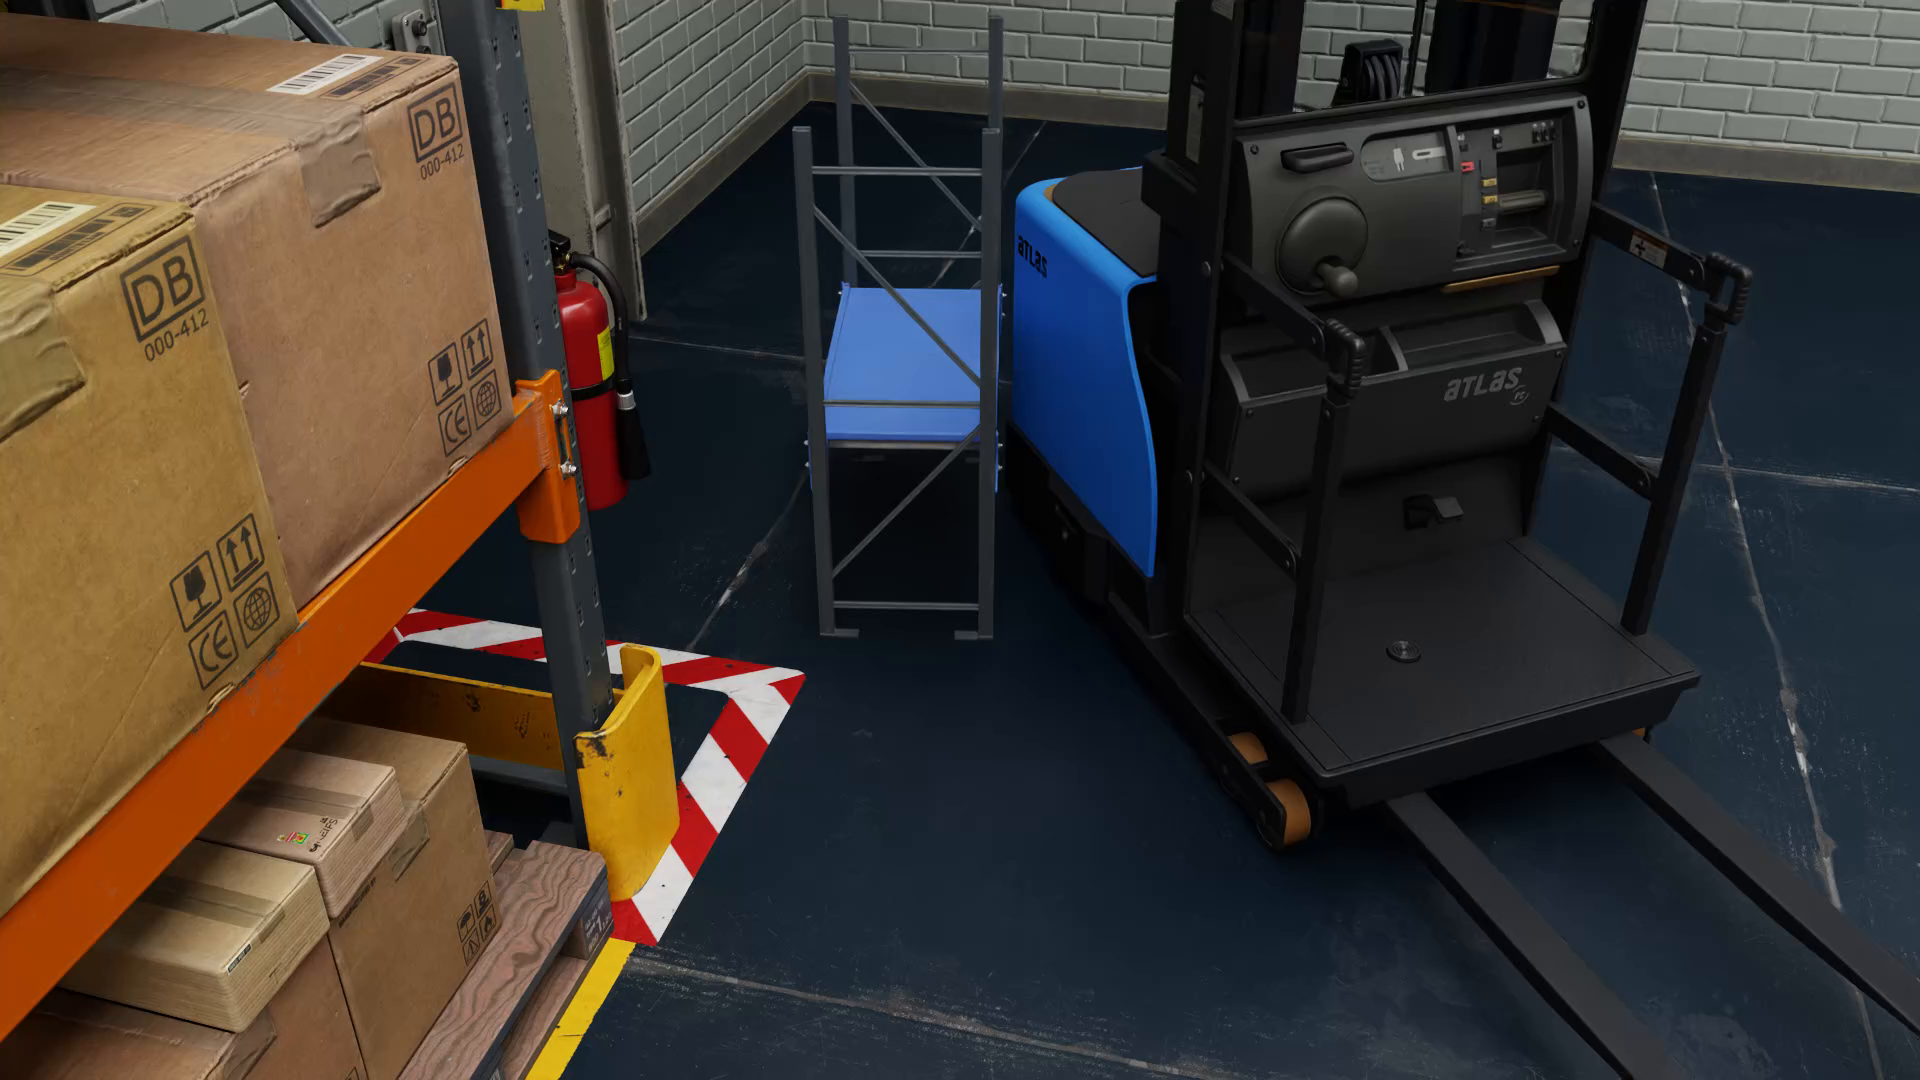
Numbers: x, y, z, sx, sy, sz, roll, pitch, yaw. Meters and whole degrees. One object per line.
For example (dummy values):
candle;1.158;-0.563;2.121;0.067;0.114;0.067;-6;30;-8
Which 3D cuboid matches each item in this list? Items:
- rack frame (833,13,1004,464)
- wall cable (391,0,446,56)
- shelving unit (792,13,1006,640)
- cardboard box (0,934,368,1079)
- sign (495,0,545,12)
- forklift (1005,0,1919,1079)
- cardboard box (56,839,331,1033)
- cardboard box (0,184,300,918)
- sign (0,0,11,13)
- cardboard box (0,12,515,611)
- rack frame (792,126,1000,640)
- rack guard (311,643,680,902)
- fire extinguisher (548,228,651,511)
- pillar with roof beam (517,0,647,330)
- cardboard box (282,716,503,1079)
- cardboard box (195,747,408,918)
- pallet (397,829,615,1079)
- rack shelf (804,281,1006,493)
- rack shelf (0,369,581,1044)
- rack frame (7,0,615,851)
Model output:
rack frame;-0.122;-0.903;5.272;0.500;1.500;0.032;1;32;2
wall cable;-1.888;-1.784;4.314;0.084;1.984;1.851;8;33;12
shelving unit;-0.138;-0.630;4.843;0.538;1.500;1.048;1;32;2
cardboard box;-1.506;0.952;2.895;0.700;0.500;0.500;8;33;12
sign;-0.776;-1.070;2.837;0.100;0.325;0.005;8;33;12
forklift;1.150;-0.742;3.685;1.130;2.935;3.031;-12;34;-18
cardboard box;-1.299;0.643;2.777;0.380;0.149;0.250;9;34;14
cardboard box;-1.591;-0.044;2.243;0.980;0.700;0.700;8;33;12
sign;-1.833;-1.040;3.209;0.100;0.325;0.005;8;33;12
cardboard box;-1.418;-0.423;2.840;0.980;0.700;0.700;10;34;15
rack frame;-0.154;-0.358;4.414;0.500;1.500;0.032;1;32;2
rack guard;-1.292;0.480;4.029;1.175;0.500;0.348;8;33;12
fire extinguisher;-0.813;-0.388;3.484;0.296;0.674;0.183;8;33;12
pillar with roof beam;2.715;-4.027;3.196;9.100;9.000;0.400;8;33;12
cardboard box;-1.379;0.692;3.304;0.700;0.500;0.500;8;33;12
cardboard box;-1.235;0.510;2.986;0.380;0.149;0.250;8;33;12
pallet;-1.425;1.040;3.417;1.003;0.211;1.213;8;33;12
rack shelf;-0.138;-0.478;4.940;0.538;0.185;1.000;1;32;2
rack shelf;-1.805;0.779;1.899;1.077;0.370;4.000;8;33;12
rack frame;-1.298;-0.562;3.339;1.000;3.000;0.127;8;33;12
